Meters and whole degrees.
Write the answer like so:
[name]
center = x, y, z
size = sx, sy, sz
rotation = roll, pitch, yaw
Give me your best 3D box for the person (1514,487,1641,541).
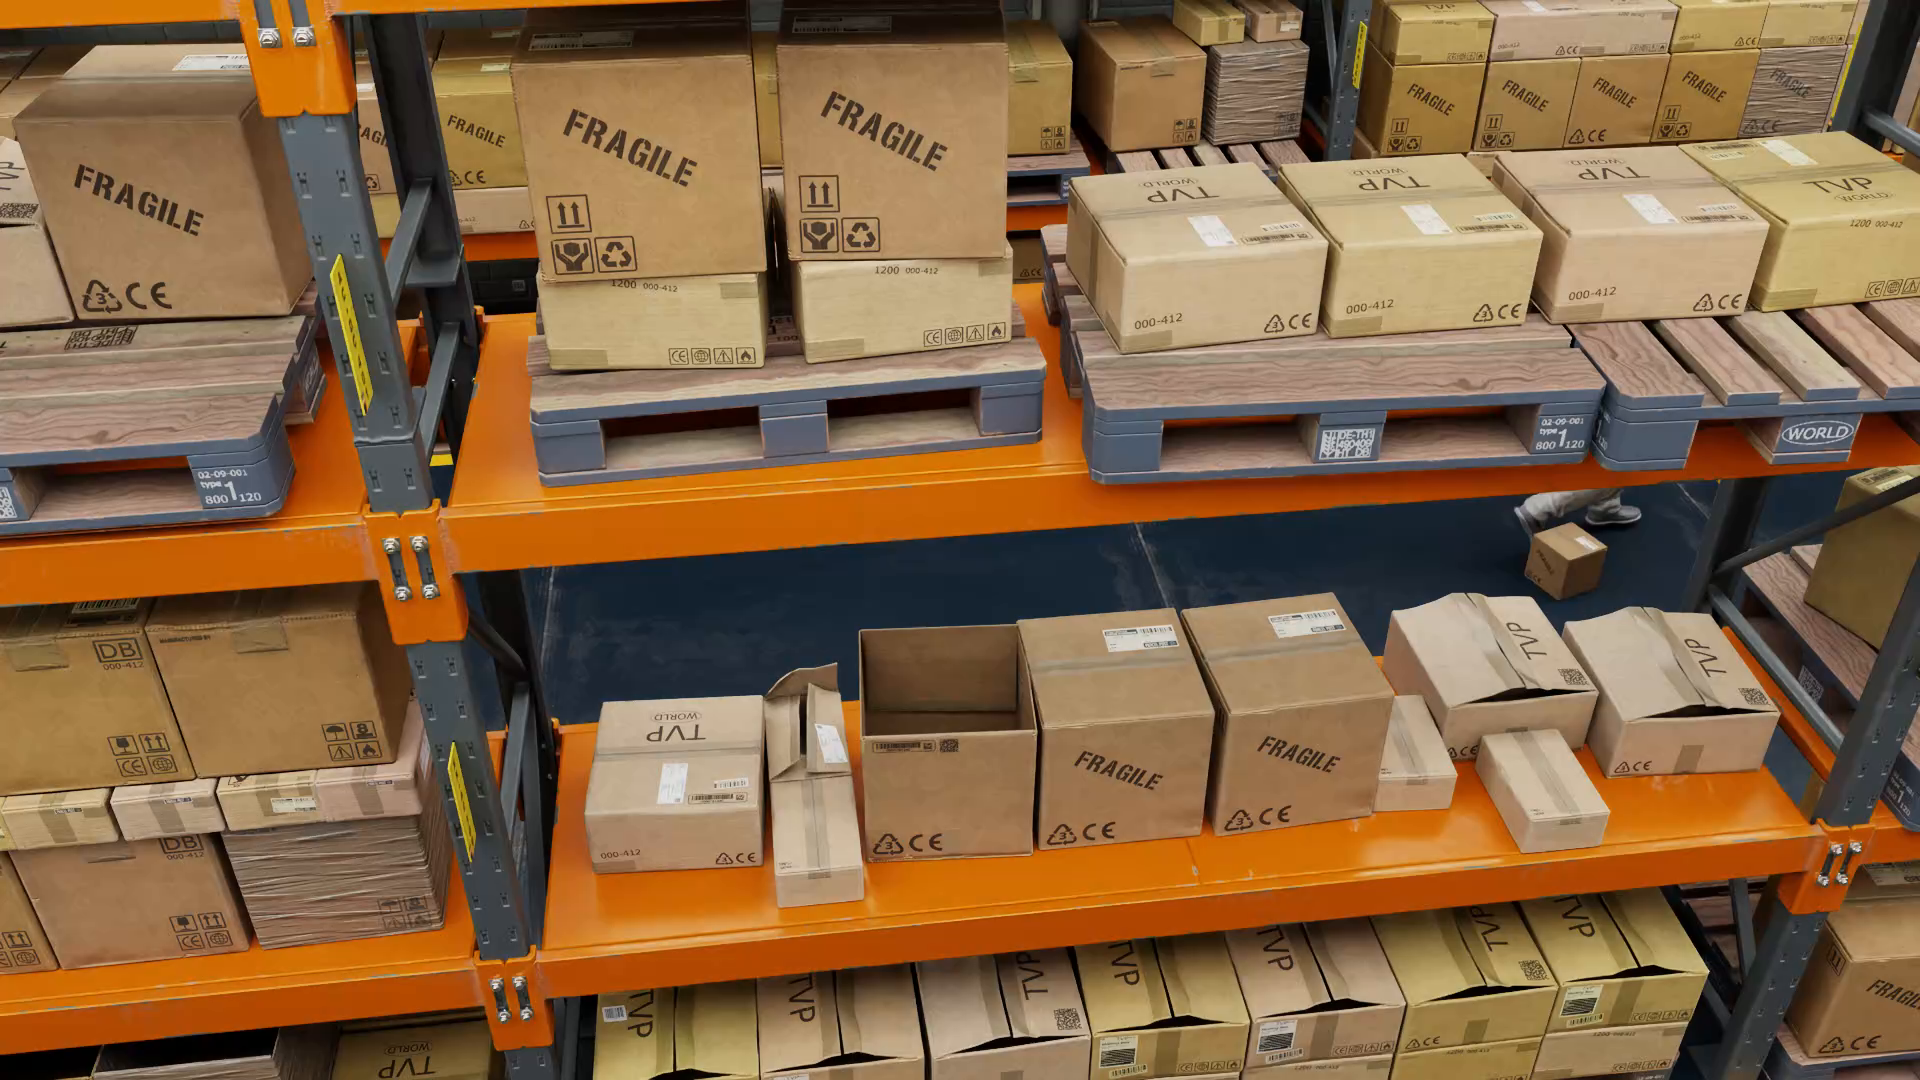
[person]
center = 3.152, -0.695, 8.113
size = 0.851, 1.624, 0.480
rotation = -7, 36, -9
